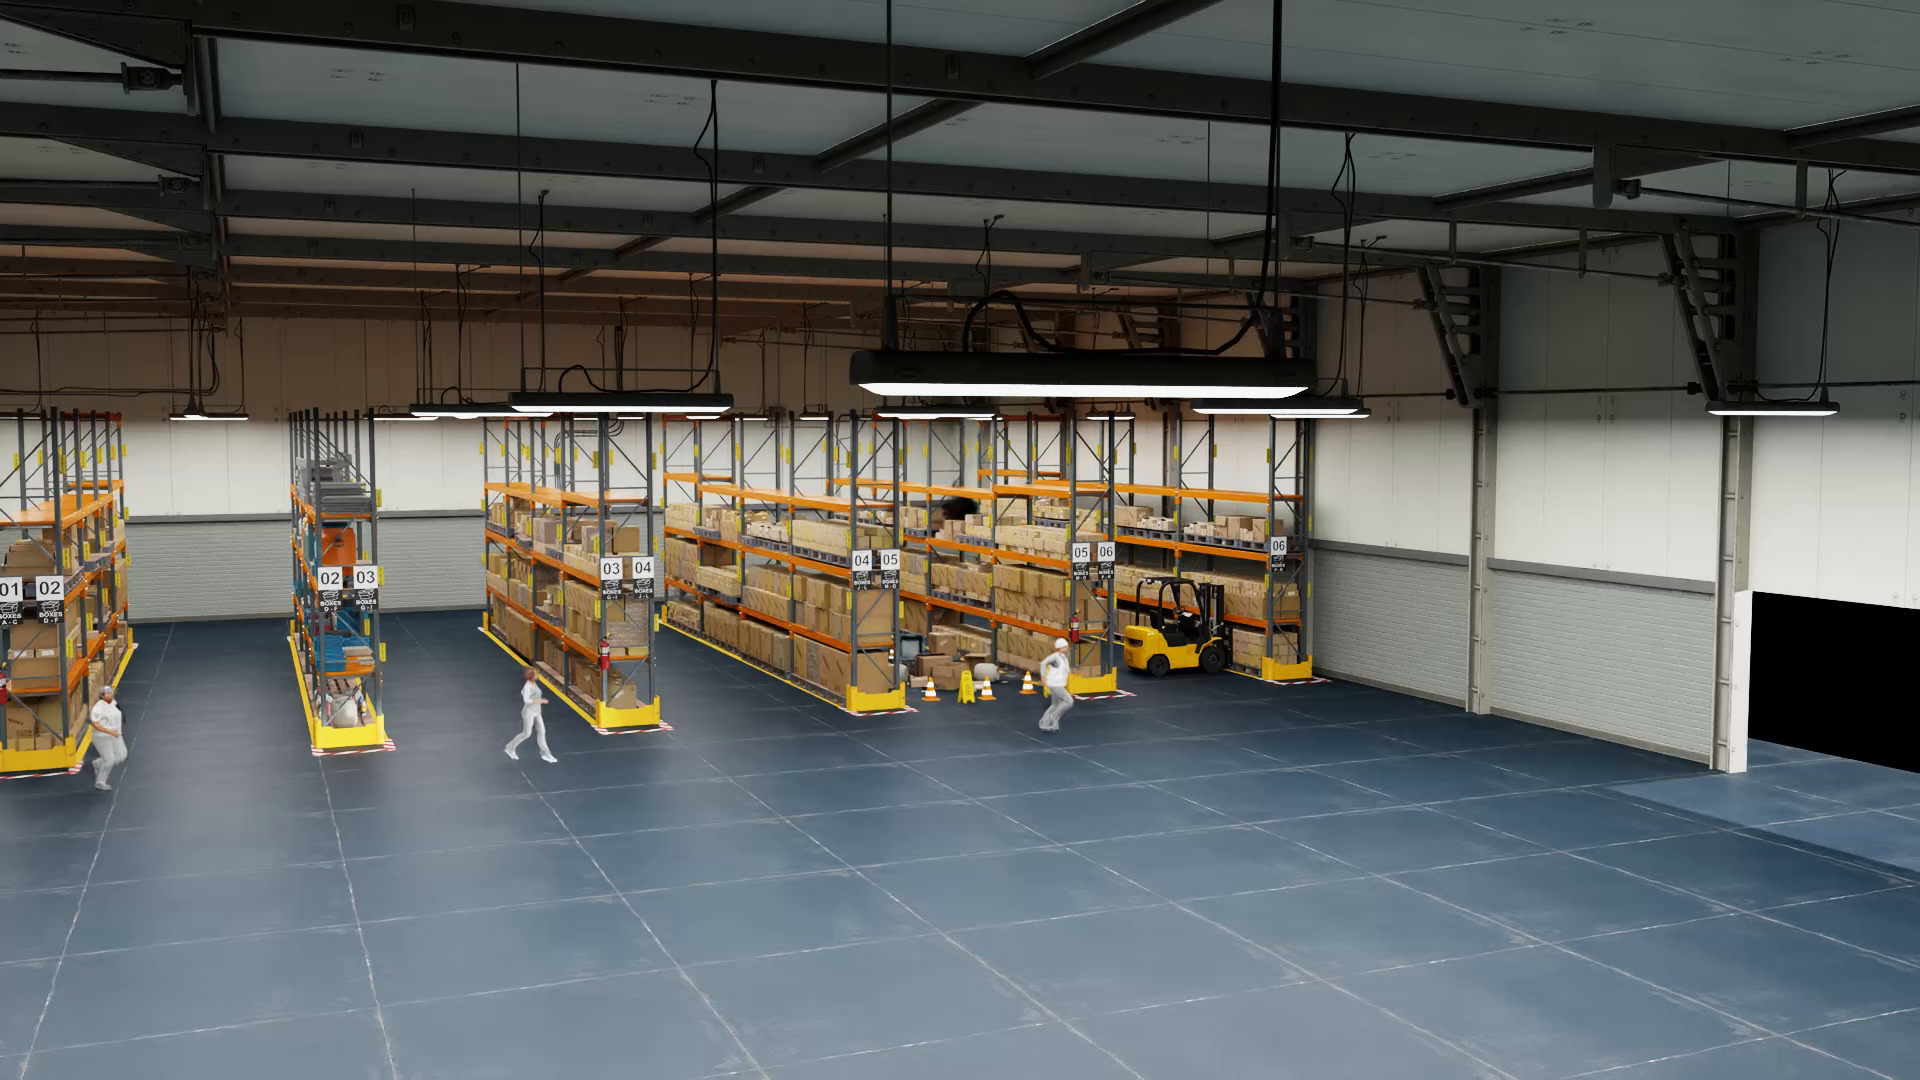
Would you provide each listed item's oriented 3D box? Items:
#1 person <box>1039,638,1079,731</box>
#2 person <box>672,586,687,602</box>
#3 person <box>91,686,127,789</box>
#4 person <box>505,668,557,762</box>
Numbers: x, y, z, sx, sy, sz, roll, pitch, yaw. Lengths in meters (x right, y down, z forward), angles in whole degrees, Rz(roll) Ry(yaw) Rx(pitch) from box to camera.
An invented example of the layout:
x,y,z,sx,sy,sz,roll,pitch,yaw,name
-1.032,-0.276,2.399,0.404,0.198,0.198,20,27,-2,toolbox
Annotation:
x,y,z,sx,sy,sz,roll,pitch,yaw,name
1.828,2.682,30.777,0.766,1.723,0.690,2,4,24,person
-8.182,1.434,48.962,0.577,1.720,0.684,-2,5,-29,person
-13.387,3.093,26.139,0.596,1.635,0.636,1,4,10,person
-7.228,2.952,27.945,0.876,1.589,0.540,0,4,6,person
